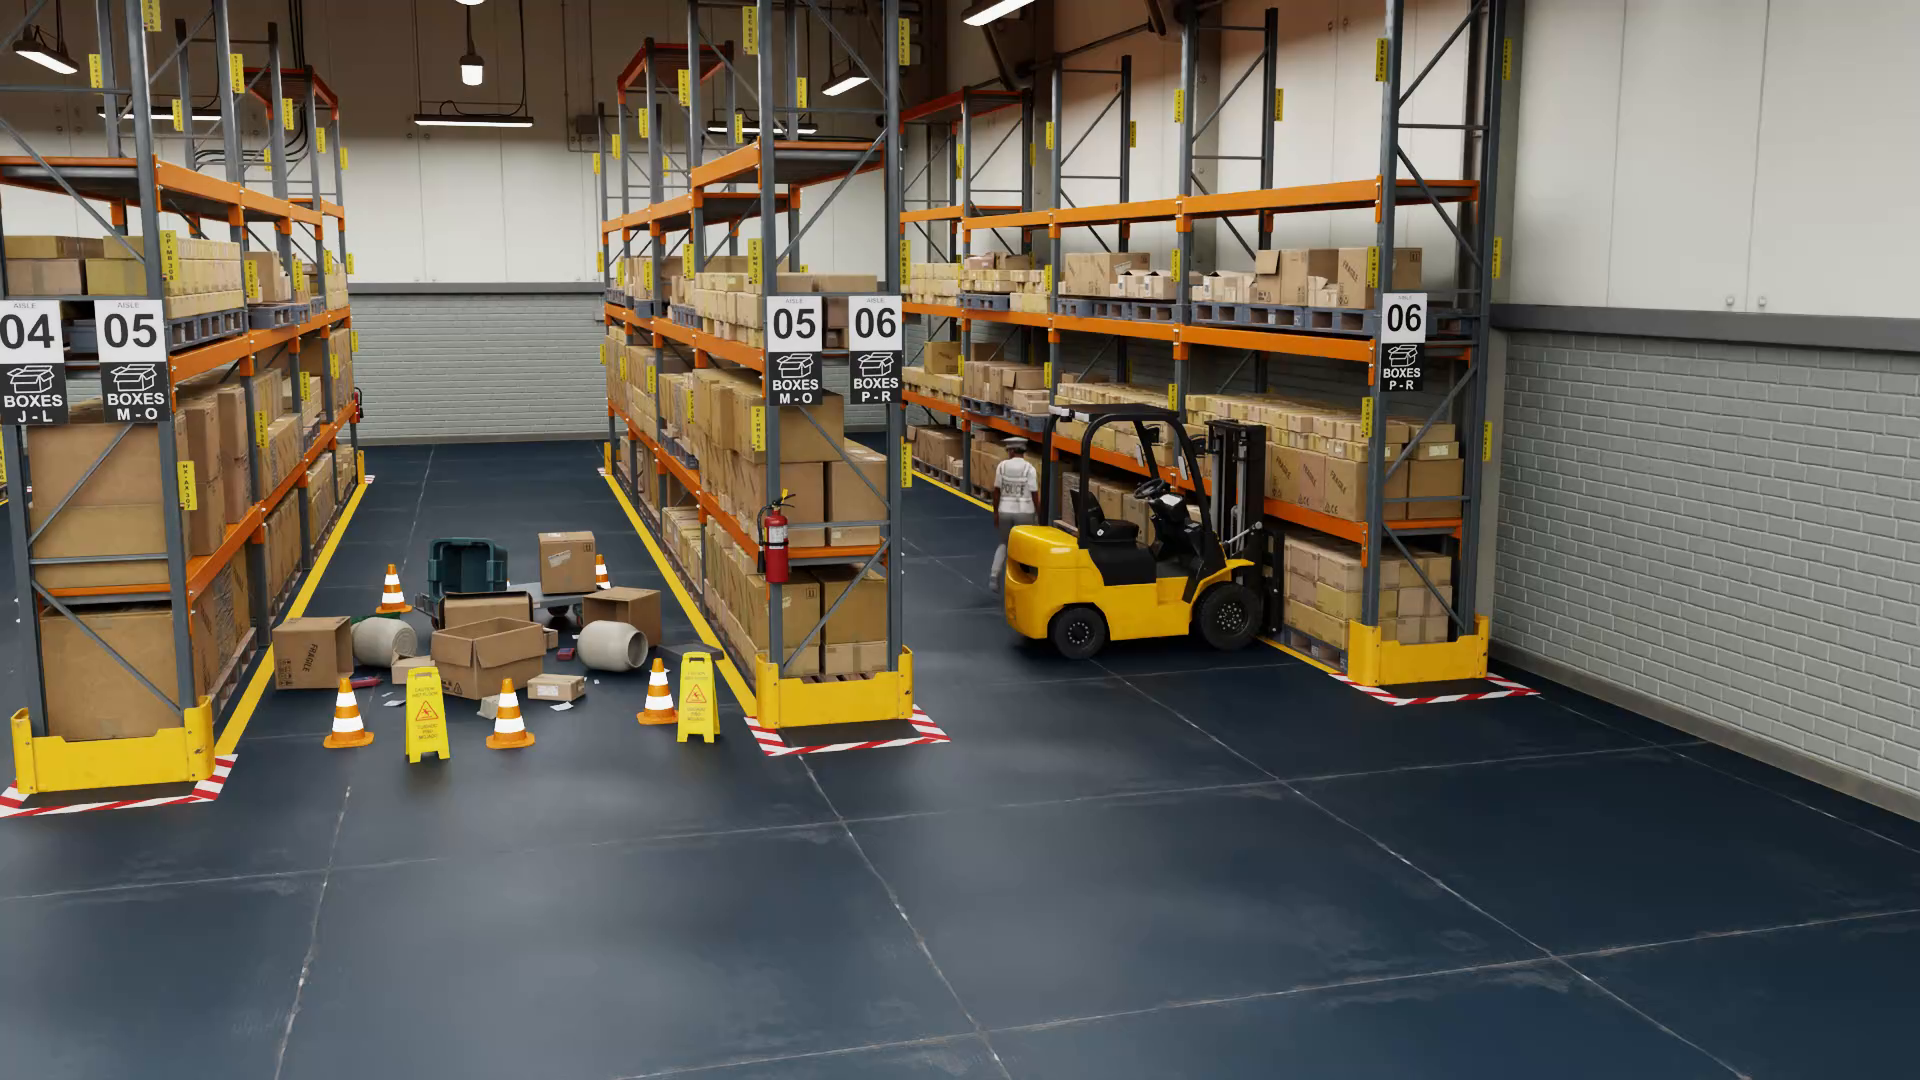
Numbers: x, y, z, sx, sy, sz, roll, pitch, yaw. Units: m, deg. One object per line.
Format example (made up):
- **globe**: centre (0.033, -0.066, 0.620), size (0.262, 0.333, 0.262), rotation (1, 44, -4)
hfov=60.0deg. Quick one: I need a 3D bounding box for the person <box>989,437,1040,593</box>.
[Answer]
- **person**: centre (0.581, -0.231, 17.192), size (0.493, 1.660, 0.514), rotation (4, 10, 24)
